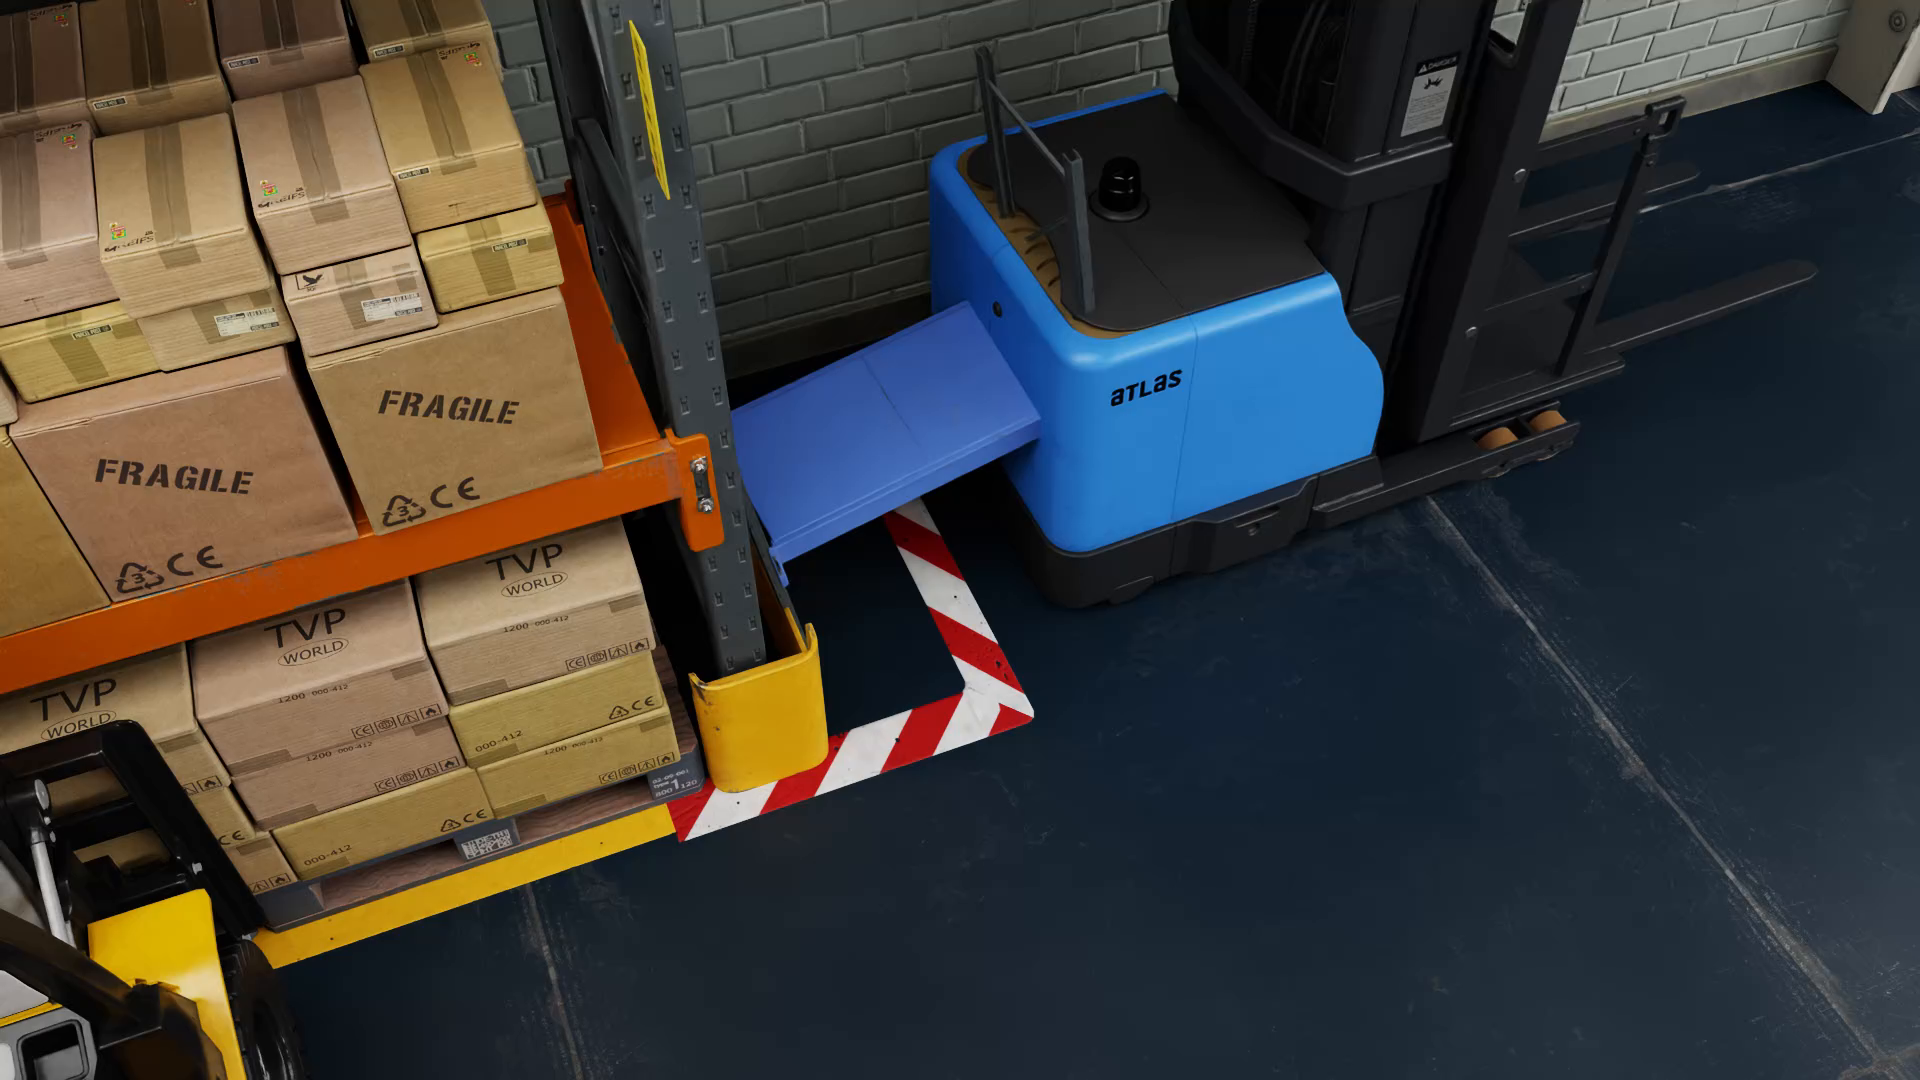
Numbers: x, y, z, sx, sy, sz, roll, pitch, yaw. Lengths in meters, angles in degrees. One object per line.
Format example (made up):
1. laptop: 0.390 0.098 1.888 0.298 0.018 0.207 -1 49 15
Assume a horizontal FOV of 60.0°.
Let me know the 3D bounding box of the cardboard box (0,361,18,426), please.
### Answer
1. cardboard box: -1.923 -0.356 3.085 0.250 0.149 0.380 -19 52 -15

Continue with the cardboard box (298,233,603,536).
1. cardboard box: -1.112 -0.414 3.563 0.500 0.500 0.500 -18 52 -15

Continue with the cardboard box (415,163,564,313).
1. cardboard box: -0.971 -0.655 3.342 0.250 0.149 0.380 -17 51 -14

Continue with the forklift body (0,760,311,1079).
1. forklift body: -1.822 1.394 2.635 1.214 2.155 2.313 -17 52 -14

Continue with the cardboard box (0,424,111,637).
1. cardboard box: -2.070 -0.125 3.314 0.500 0.500 0.500 -18 52 -15

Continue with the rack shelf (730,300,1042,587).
1. rack shelf: -0.171 -0.322 4.707 1.000 0.185 0.538 -26 56 -9

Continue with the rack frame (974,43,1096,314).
1. rack frame: 0.256 -0.645 4.641 0.032 1.500 0.500 -26 56 -9

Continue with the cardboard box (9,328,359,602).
1. cardboard box: -1.596 -0.272 3.440 0.500 0.500 0.500 -16 51 -13

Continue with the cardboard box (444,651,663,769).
1. cardboard box: -1.088 0.248 4.266 0.500 0.250 0.500 -18 52 -15

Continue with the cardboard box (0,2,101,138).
1. cardboard box: -1.876 -0.904 3.360 0.250 0.149 0.380 -17 51 -14

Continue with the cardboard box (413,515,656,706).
1. cardboard box: -1.064 0.077 4.083 0.500 0.250 0.500 -16 51 -13

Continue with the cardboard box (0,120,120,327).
1. cardboard box: -1.715 -0.592 3.091 0.250 0.149 0.380 -17 51 -14

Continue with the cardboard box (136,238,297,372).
1. cardboard box: -1.460 -0.529 3.234 0.250 0.149 0.380 -16 51 -14

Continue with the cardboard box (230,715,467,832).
1. cardboard box: -1.557 0.384 4.149 0.500 0.250 0.500 -18 52 -15

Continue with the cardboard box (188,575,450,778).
1. cardboard box: -1.535 0.228 3.954 0.500 0.250 0.500 -16 51 -14

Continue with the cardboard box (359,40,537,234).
1. cardboard box: -1.008 -0.797 3.268 0.250 0.149 0.380 -17 51 -14

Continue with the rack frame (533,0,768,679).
1. rack frame: -0.756 -0.707 3.880 0.127 3.000 1.000 -17 52 -14

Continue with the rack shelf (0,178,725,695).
1. rack shelf: -2.607 0.101 3.660 4.000 0.370 1.077 -17 52 -14

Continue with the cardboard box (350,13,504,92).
1. cardboard box: -1.168 -1.036 3.669 0.250 0.149 0.380 -18 52 -15

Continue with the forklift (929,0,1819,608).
1. forklift: 1.458 -1.508 4.613 3.031 2.935 1.130 -19 52 -15

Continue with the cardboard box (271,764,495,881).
1. cardboard box: -1.535 0.544 4.341 0.500 0.250 0.500 -17 52 -14

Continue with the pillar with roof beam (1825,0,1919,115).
1. pillar with roof beam: 5.441 -1.793 0.858 0.400 9.000 9.100 -17 52 -14

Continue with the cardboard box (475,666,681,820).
1. cardboard box: -1.071 0.408 4.458 0.500 0.250 0.500 -17 51 -14

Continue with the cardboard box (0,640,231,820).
1. cardboard box: -1.998 0.379 3.823 0.500 0.250 0.500 -17 51 -14

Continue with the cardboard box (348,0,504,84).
1. cardboard box: -1.148 -1.102 3.529 0.250 0.149 0.380 -18 52 -15

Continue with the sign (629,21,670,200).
1. sign: -0.564 -0.777 3.020 0.005 0.325 0.100 -17 52 -14

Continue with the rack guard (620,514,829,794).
1. rack guard: -0.734 0.100 4.834 0.348 0.500 1.175 -17 52 -14

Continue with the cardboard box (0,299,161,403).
1. cardboard box: -1.693 -0.466 3.180 0.250 0.149 0.380 -18 52 -15

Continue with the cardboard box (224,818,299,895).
1. cardboard box: -2.002 0.682 4.223 0.500 0.250 0.500 -17 51 -14

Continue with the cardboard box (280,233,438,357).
1. cardboard box: -1.196 -0.561 3.261 0.250 0.149 0.380 -16 51 -14

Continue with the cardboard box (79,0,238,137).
1. cardboard box: -1.642 -0.965 3.412 0.250 0.149 0.380 -16 51 -14

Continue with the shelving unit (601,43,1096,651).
1. shelving unit: -0.193 -0.422 4.559 1.048 1.500 0.538 -26 56 -9

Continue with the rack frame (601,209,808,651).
1. rack frame: -0.643 -0.198 4.478 0.032 1.500 0.500 -26 56 -9

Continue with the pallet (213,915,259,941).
1. pallet: -2.576 0.797 4.426 1.213 0.211 1.003 -17 52 -14

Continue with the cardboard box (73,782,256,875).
1. cardboard box: -2.027 0.547 4.009 0.500 0.250 0.500 -18 52 -15

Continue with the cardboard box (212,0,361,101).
1. cardboard box: -1.417 -1.069 3.502 0.250 0.149 0.380 -16 51 -13

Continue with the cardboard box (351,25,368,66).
1. cardboard box: -1.372 -0.921 3.570 0.250 0.149 0.380 -17 52 -14

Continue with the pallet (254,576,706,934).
1. pallet: -1.448 0.450 4.724 1.213 0.211 1.003 -17 52 -14

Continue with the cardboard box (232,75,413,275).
1. cardboard box: -1.224 -0.705 3.188 0.250 0.149 0.380 -17 51 -14

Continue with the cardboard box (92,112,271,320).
1. cardboard box: -1.456 -0.611 3.108 0.250 0.149 0.380 -16 51 -13
